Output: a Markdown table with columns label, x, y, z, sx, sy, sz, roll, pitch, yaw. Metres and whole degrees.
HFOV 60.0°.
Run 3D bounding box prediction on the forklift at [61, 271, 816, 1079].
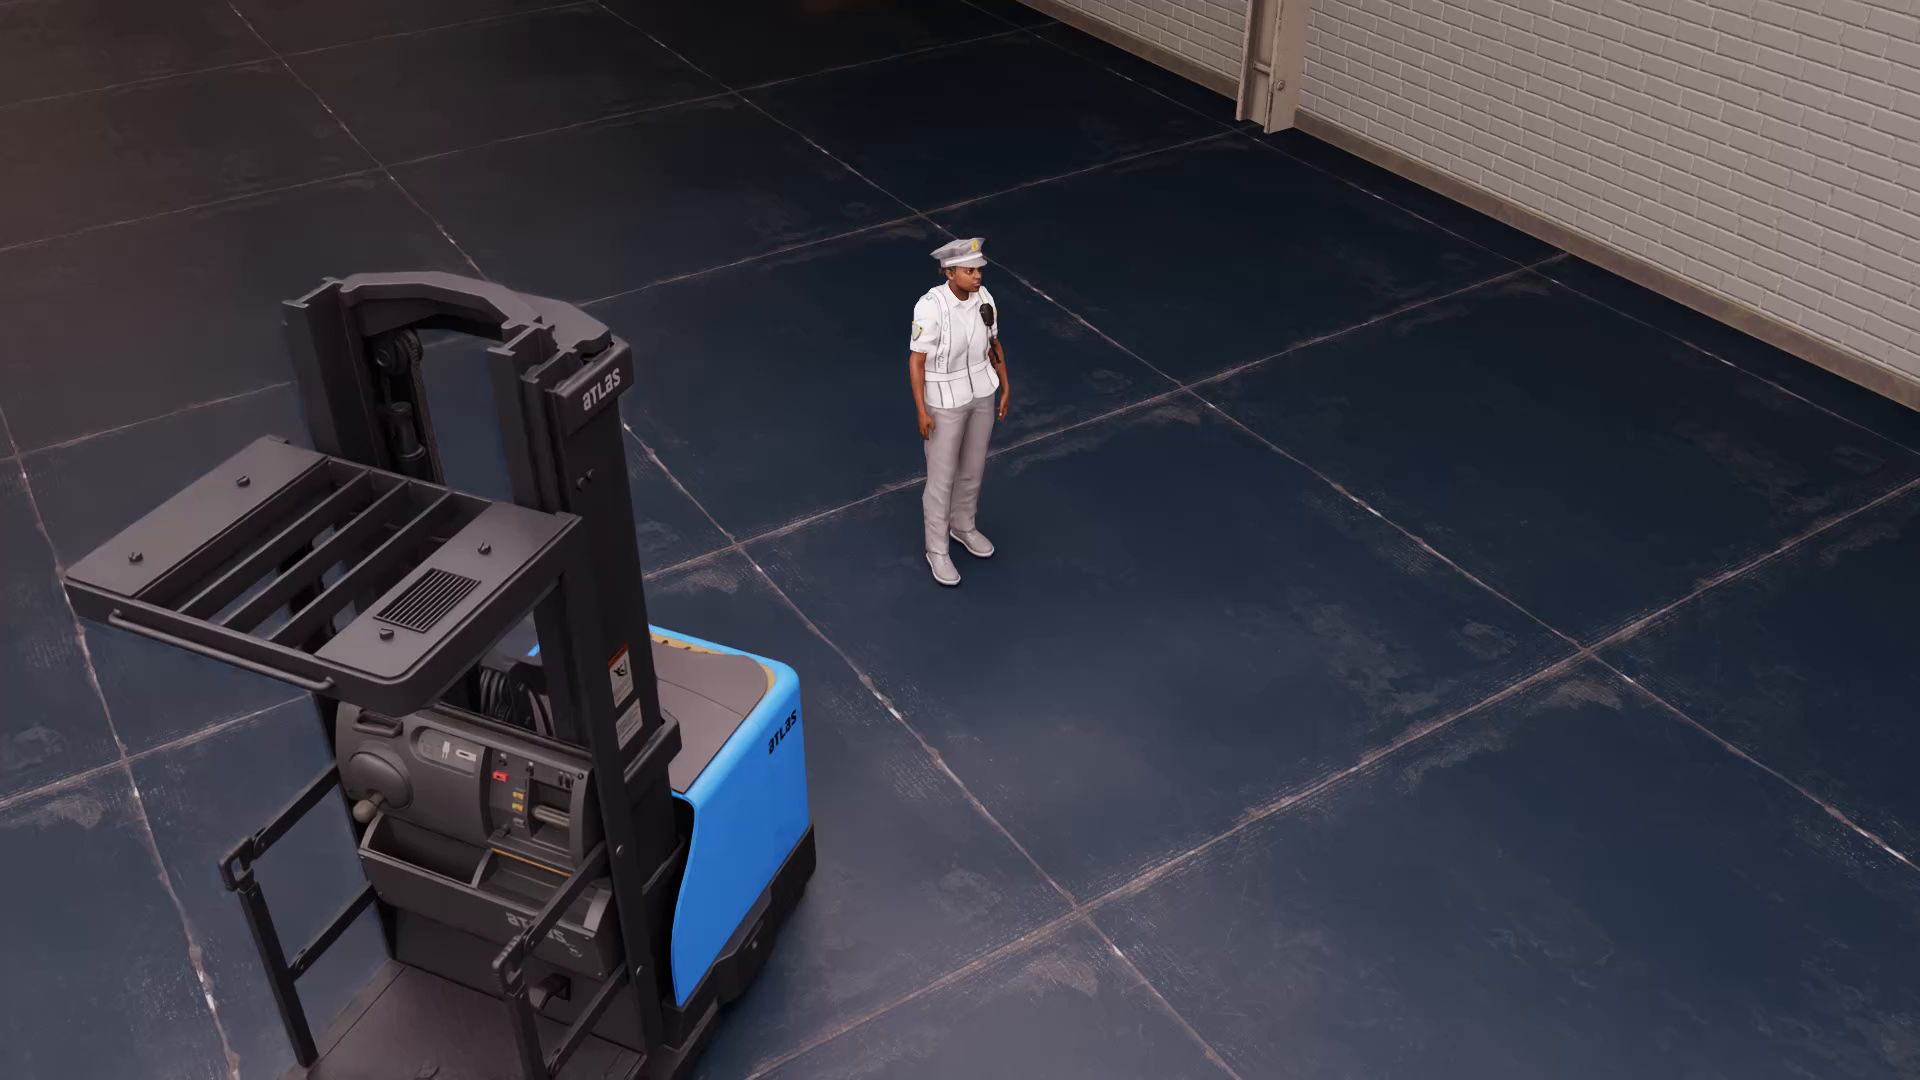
| label | x | y | z | sx | sy | sz | roll | pitch | yaw |
| --- | --- | --- | --- | --- | --- | --- | --- | --- | --- |
| forklift | -1.628 | 0.816 | 4.986 | 1.130 | 2.935 | 3.031 | 14 | 37 | 19 |

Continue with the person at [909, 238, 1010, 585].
| label | x | y | z | sx | sy | sz | roll | pitch | yaw |
| --- | --- | --- | --- | --- | --- | --- | --- | --- | --- |
| person | 0.025 | -0.657 | 8.145 | 0.570 | 1.697 | 0.528 | -21 | 40 | -27 |
